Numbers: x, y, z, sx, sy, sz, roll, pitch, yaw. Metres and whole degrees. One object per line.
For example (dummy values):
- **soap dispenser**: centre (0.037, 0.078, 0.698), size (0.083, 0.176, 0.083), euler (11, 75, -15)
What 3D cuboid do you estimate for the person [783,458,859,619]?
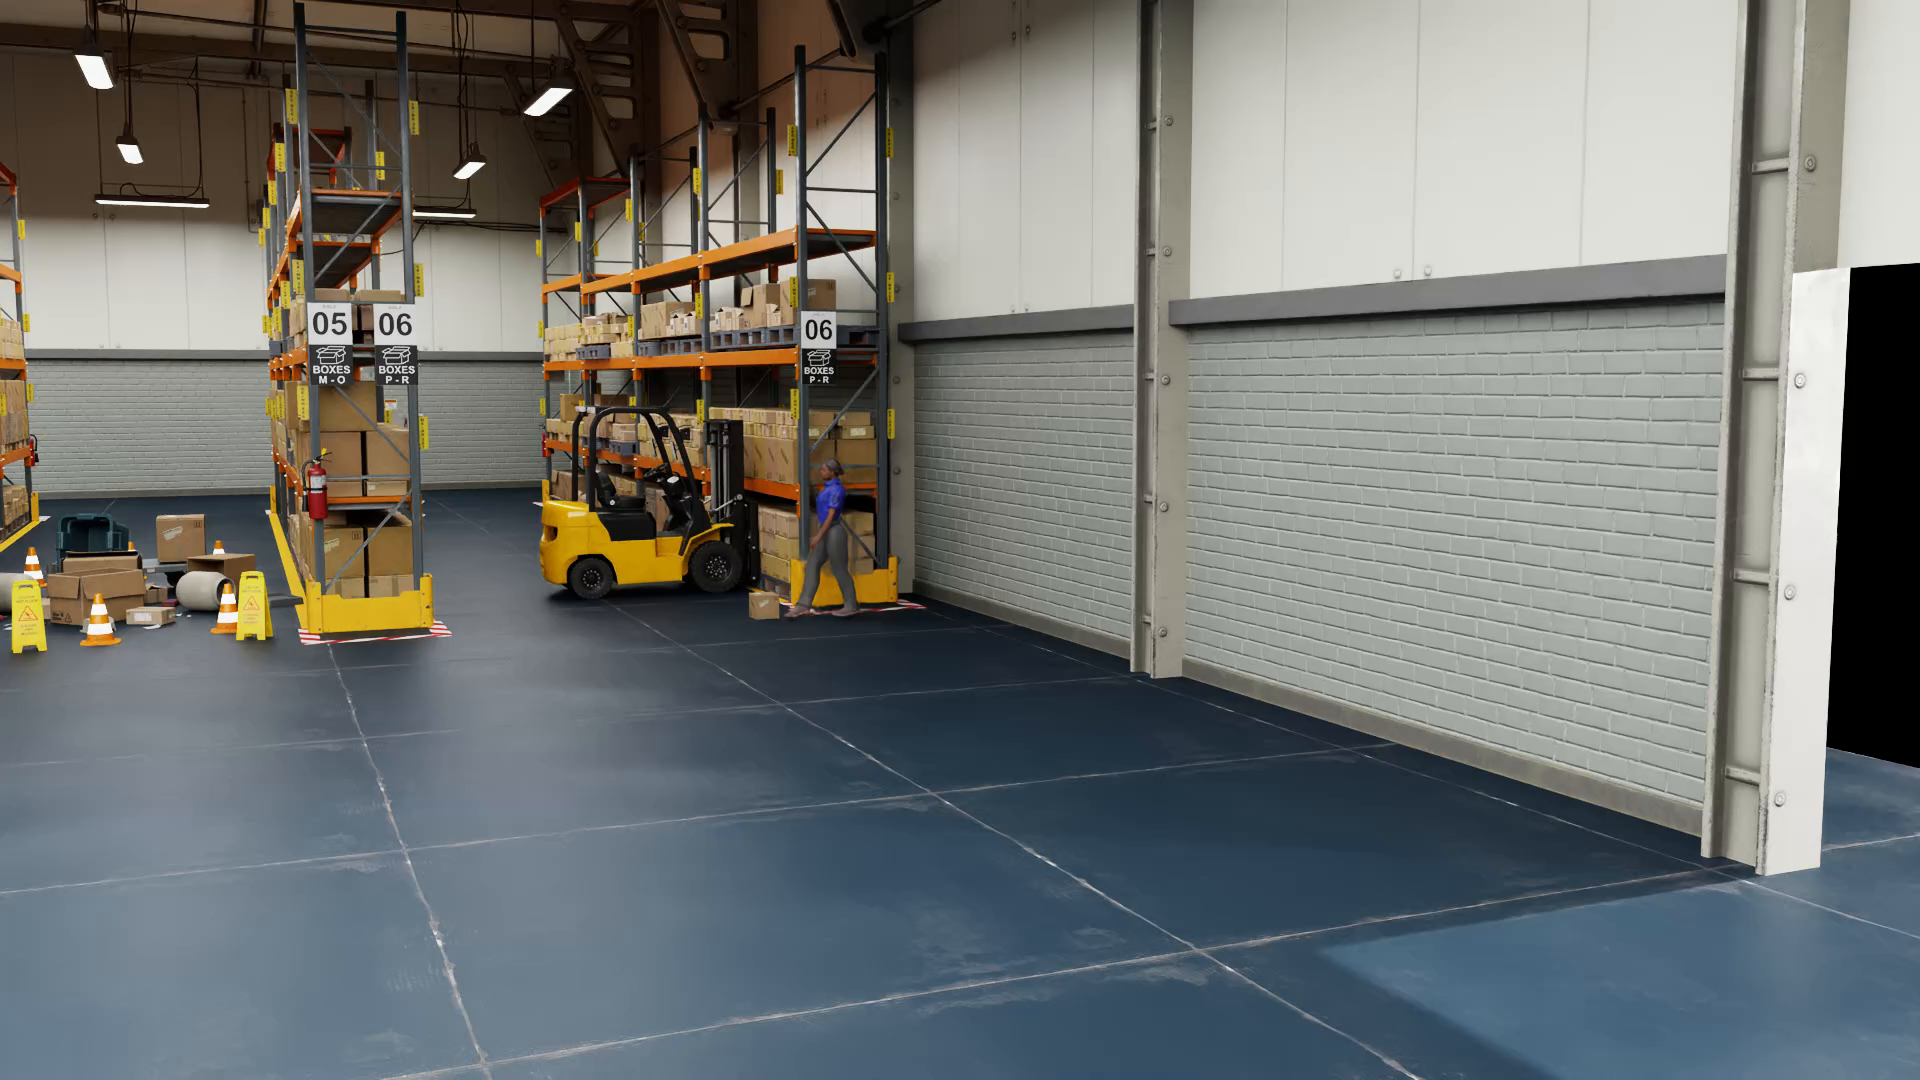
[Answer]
- **person**: centre (-1.414, -0.013, 17.081), size (0.752, 1.661, 0.461), euler (-2, 6, -23)
